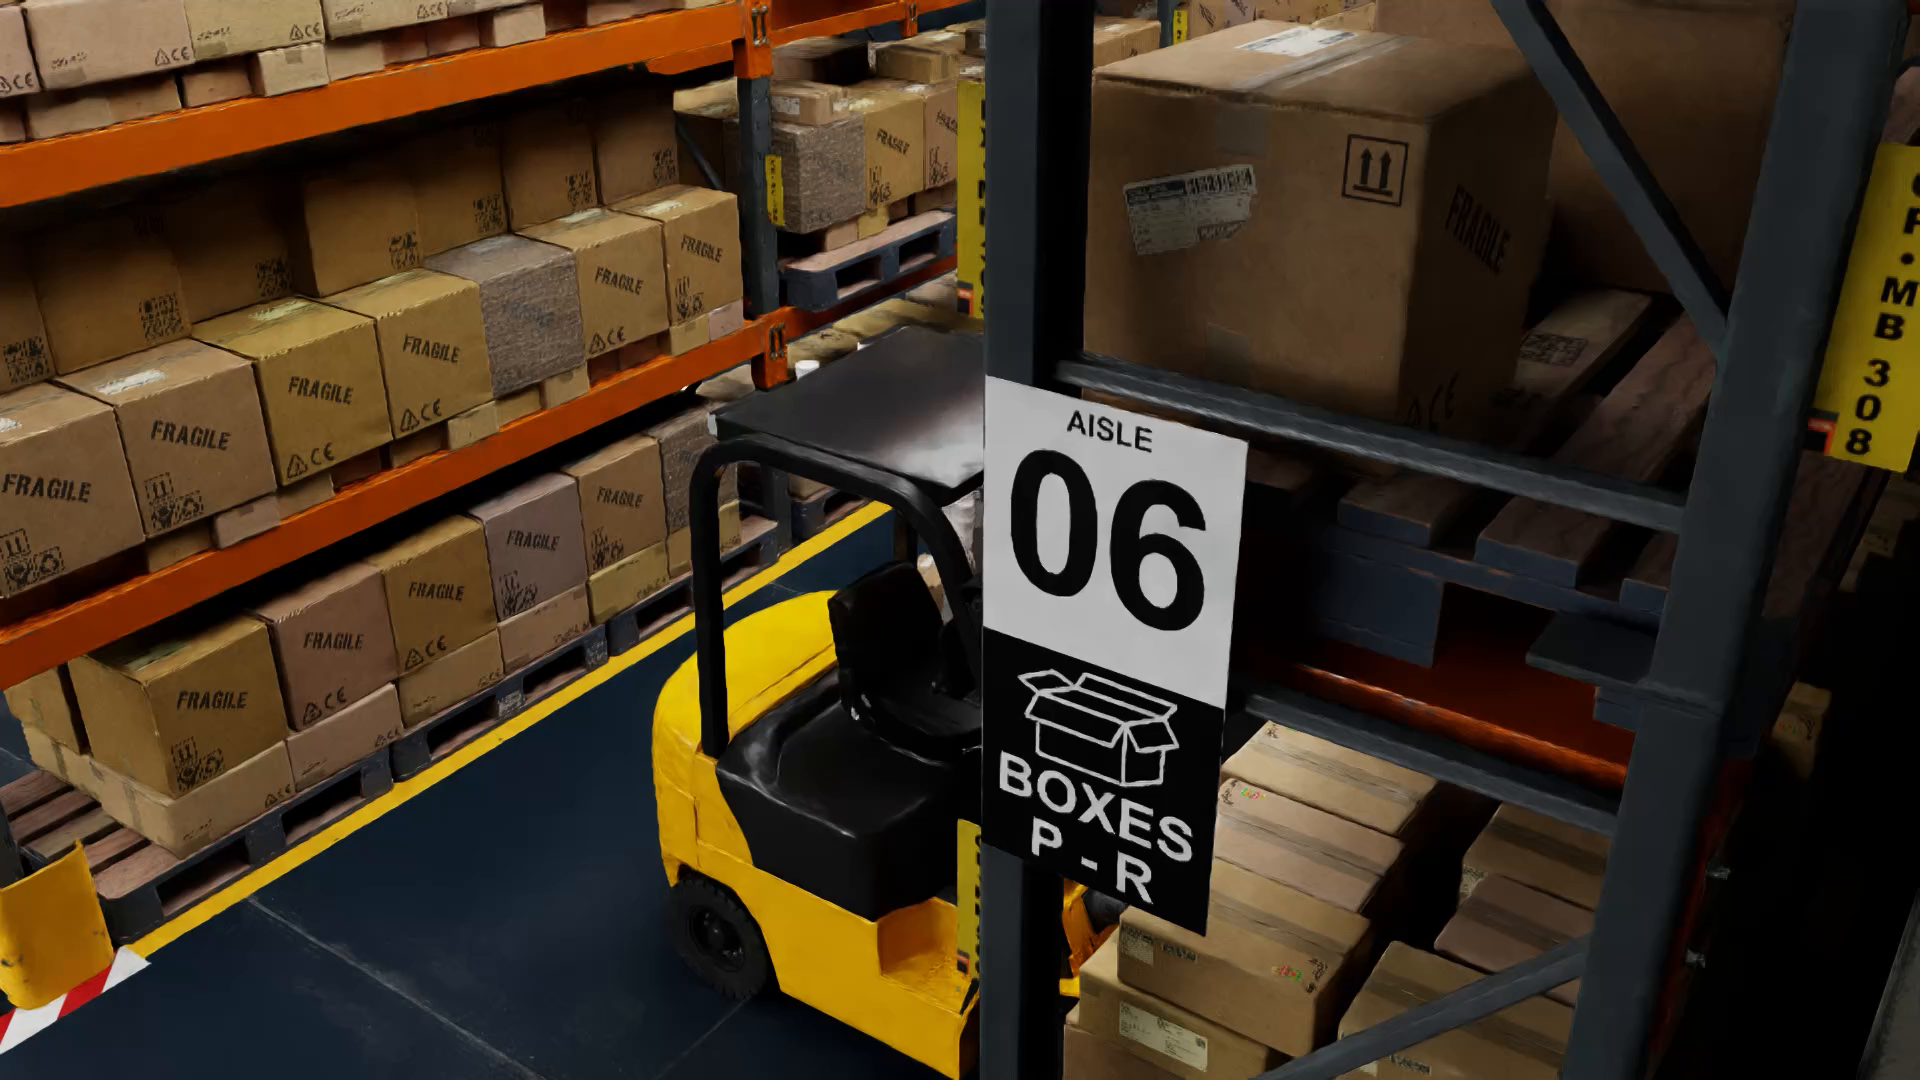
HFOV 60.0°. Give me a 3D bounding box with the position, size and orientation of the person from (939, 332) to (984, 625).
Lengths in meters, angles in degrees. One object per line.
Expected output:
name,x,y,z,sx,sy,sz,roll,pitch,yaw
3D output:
person,0.111,-0.071,7.099,0.475,1.686,0.530,2,27,5
